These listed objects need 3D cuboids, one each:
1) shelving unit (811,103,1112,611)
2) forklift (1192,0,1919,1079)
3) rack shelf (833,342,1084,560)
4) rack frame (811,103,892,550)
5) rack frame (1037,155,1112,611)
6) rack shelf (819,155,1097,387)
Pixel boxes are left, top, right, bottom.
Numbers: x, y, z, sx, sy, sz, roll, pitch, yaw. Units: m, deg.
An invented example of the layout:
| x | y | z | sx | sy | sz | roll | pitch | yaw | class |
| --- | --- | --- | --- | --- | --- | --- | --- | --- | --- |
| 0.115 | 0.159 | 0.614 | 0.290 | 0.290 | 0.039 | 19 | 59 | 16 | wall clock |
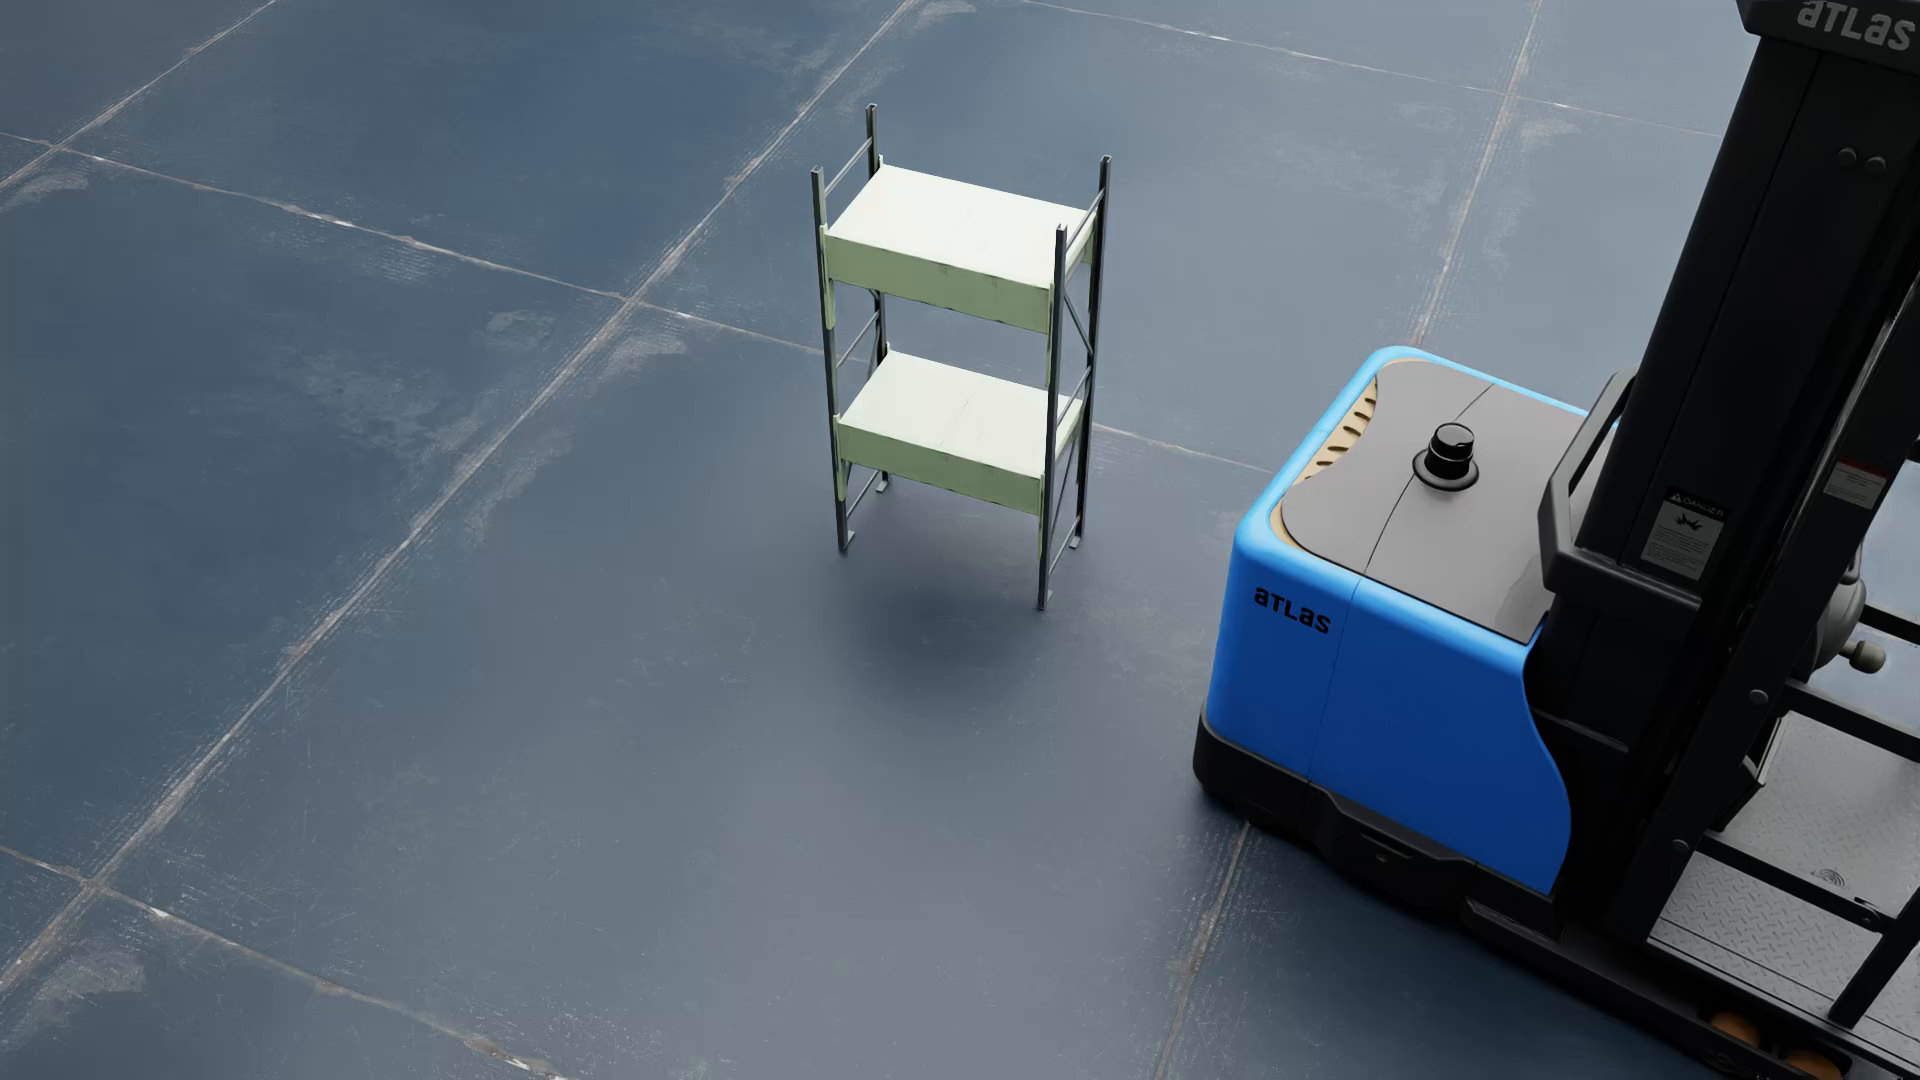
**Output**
| x | y | z | sx | sy | sz | roll | pitch | yaw | class |
| --- | --- | --- | --- | --- | --- | --- | --- | --- | --- |
| 0.006 | -0.530 | 5.219 | 0.755 | 1.500 | 0.431 | 16 | 47 | 16 | shelving unit |
| 2.205 | -0.006 | 3.678 | 3.031 | 2.935 | 1.130 | 25 | 50 | 23 | forklift |
| 0.006 | -0.299 | 5.449 | 0.720 | 0.370 | 0.431 | 16 | 47 | 16 | rack shelf |
| -0.332 | -0.629 | 5.319 | 0.023 | 1.500 | 0.400 | 16 | 47 | 16 | rack frame |
| 0.344 | -0.430 | 5.119 | 0.023 | 1.500 | 0.400 | 16 | 47 | 16 | rack frame |
| 0.006 | -0.807 | 4.944 | 0.720 | 0.370 | 0.431 | 16 | 47 | 16 | rack shelf |
